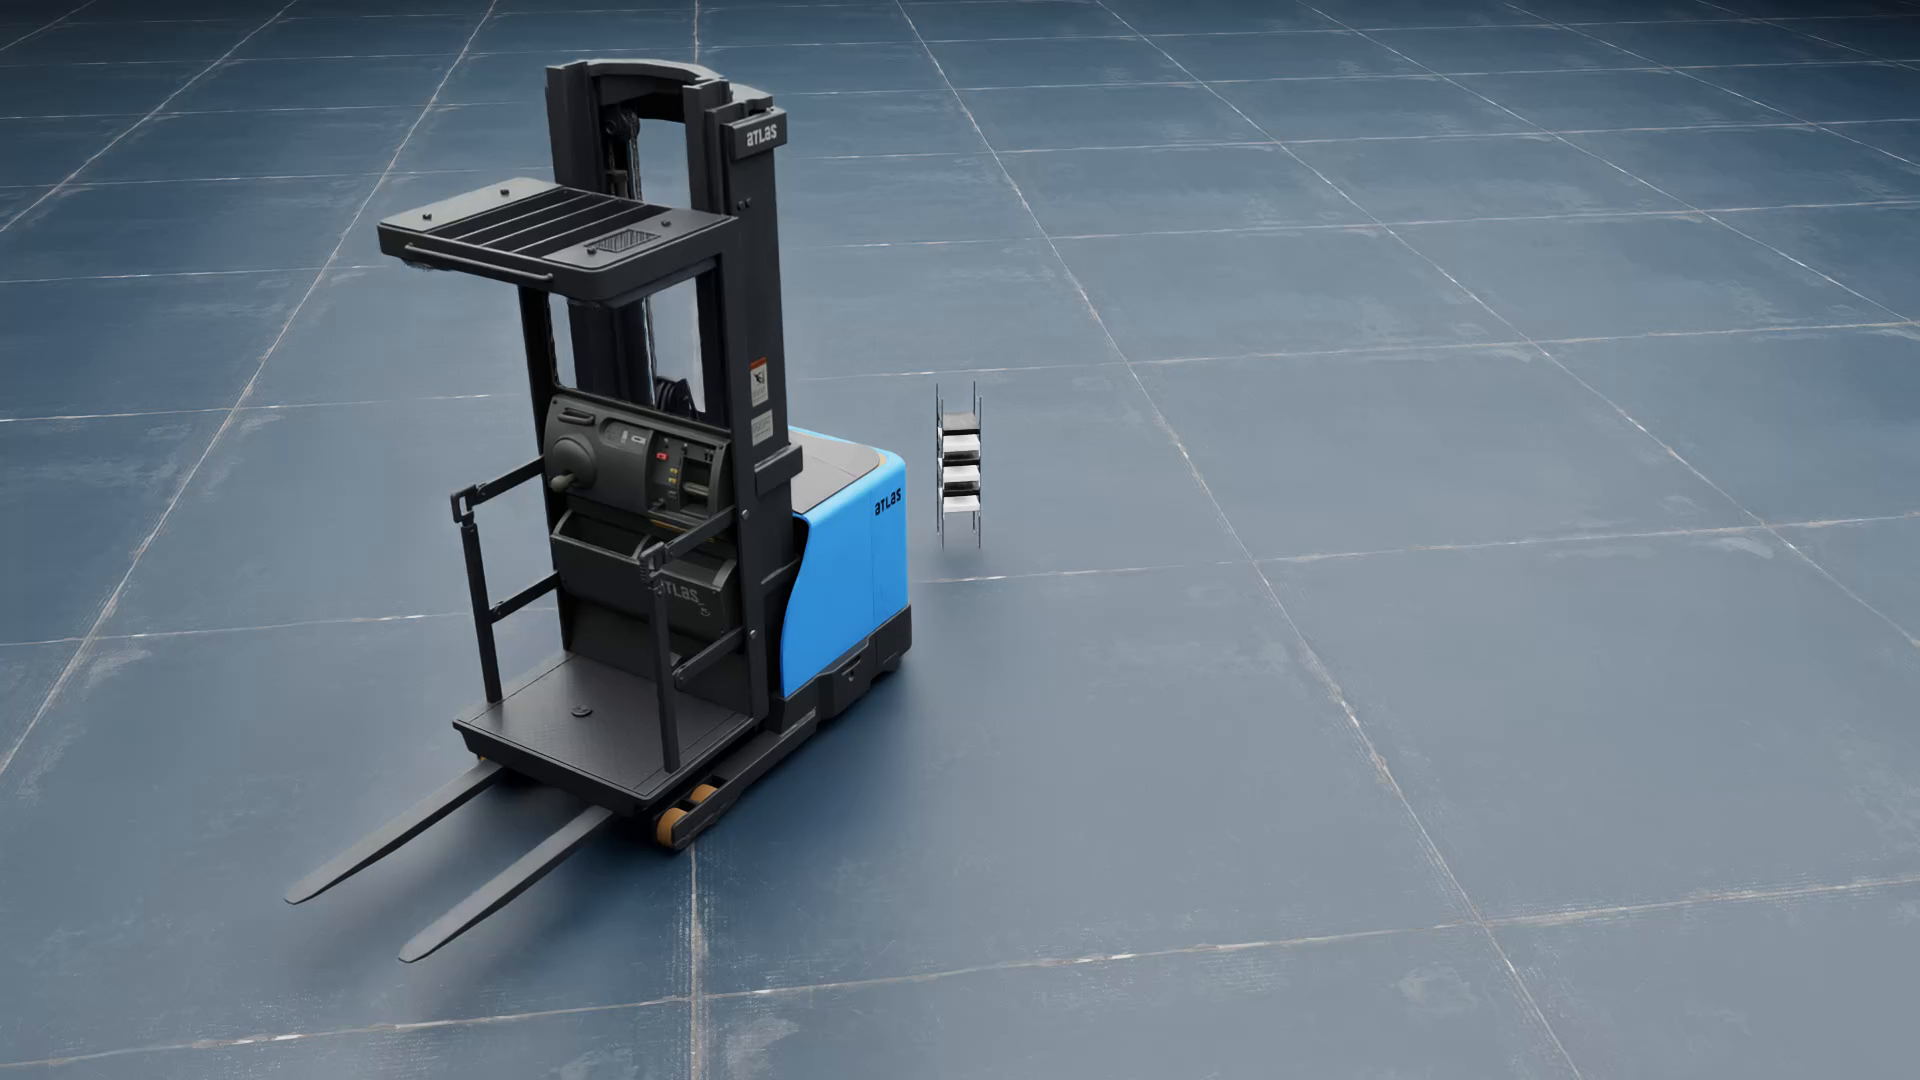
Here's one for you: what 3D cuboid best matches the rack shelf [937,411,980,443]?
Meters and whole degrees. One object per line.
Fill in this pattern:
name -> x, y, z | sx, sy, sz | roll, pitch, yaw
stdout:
rack shelf -> -0.008, -0.610, 8.936 | 0.200, 0.077, 0.258 | -4, 27, -7

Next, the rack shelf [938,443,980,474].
rack shelf -> -0.008, -0.450, 9.018 | 0.200, 0.077, 0.258 | -4, 27, -7

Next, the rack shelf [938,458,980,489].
rack shelf -> -0.008, -0.370, 9.059 | 0.200, 0.077, 0.258 | -4, 27, -7

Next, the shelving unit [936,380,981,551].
shelving unit -> -0.008, -0.400, 9.044 | 0.210, 0.900, 0.258 | -4, 27, -7

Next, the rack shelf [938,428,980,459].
rack shelf -> -0.008, -0.530, 8.977 | 0.200, 0.077, 0.258 | -4, 27, -7

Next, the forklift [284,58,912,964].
forklift -> -1.435, -0.284, 6.593 | 1.130, 2.935, 3.031 | 16, 31, 28

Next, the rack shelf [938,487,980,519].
rack shelf -> -0.008, -0.210, 9.141 | 0.200, 0.077, 0.258 | -4, 27, -7

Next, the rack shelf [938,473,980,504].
rack shelf -> -0.008, -0.290, 9.100 | 0.200, 0.077, 0.258 | -4, 27, -7

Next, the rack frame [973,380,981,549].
rack frame -> 0.093, -0.406, 9.056 | 0.006, 0.900, 0.240 | -4, 27, -7

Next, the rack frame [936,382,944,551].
rack frame -> -0.109, -0.393, 9.031 | 0.006, 0.900, 0.240 | -4, 27, -7
